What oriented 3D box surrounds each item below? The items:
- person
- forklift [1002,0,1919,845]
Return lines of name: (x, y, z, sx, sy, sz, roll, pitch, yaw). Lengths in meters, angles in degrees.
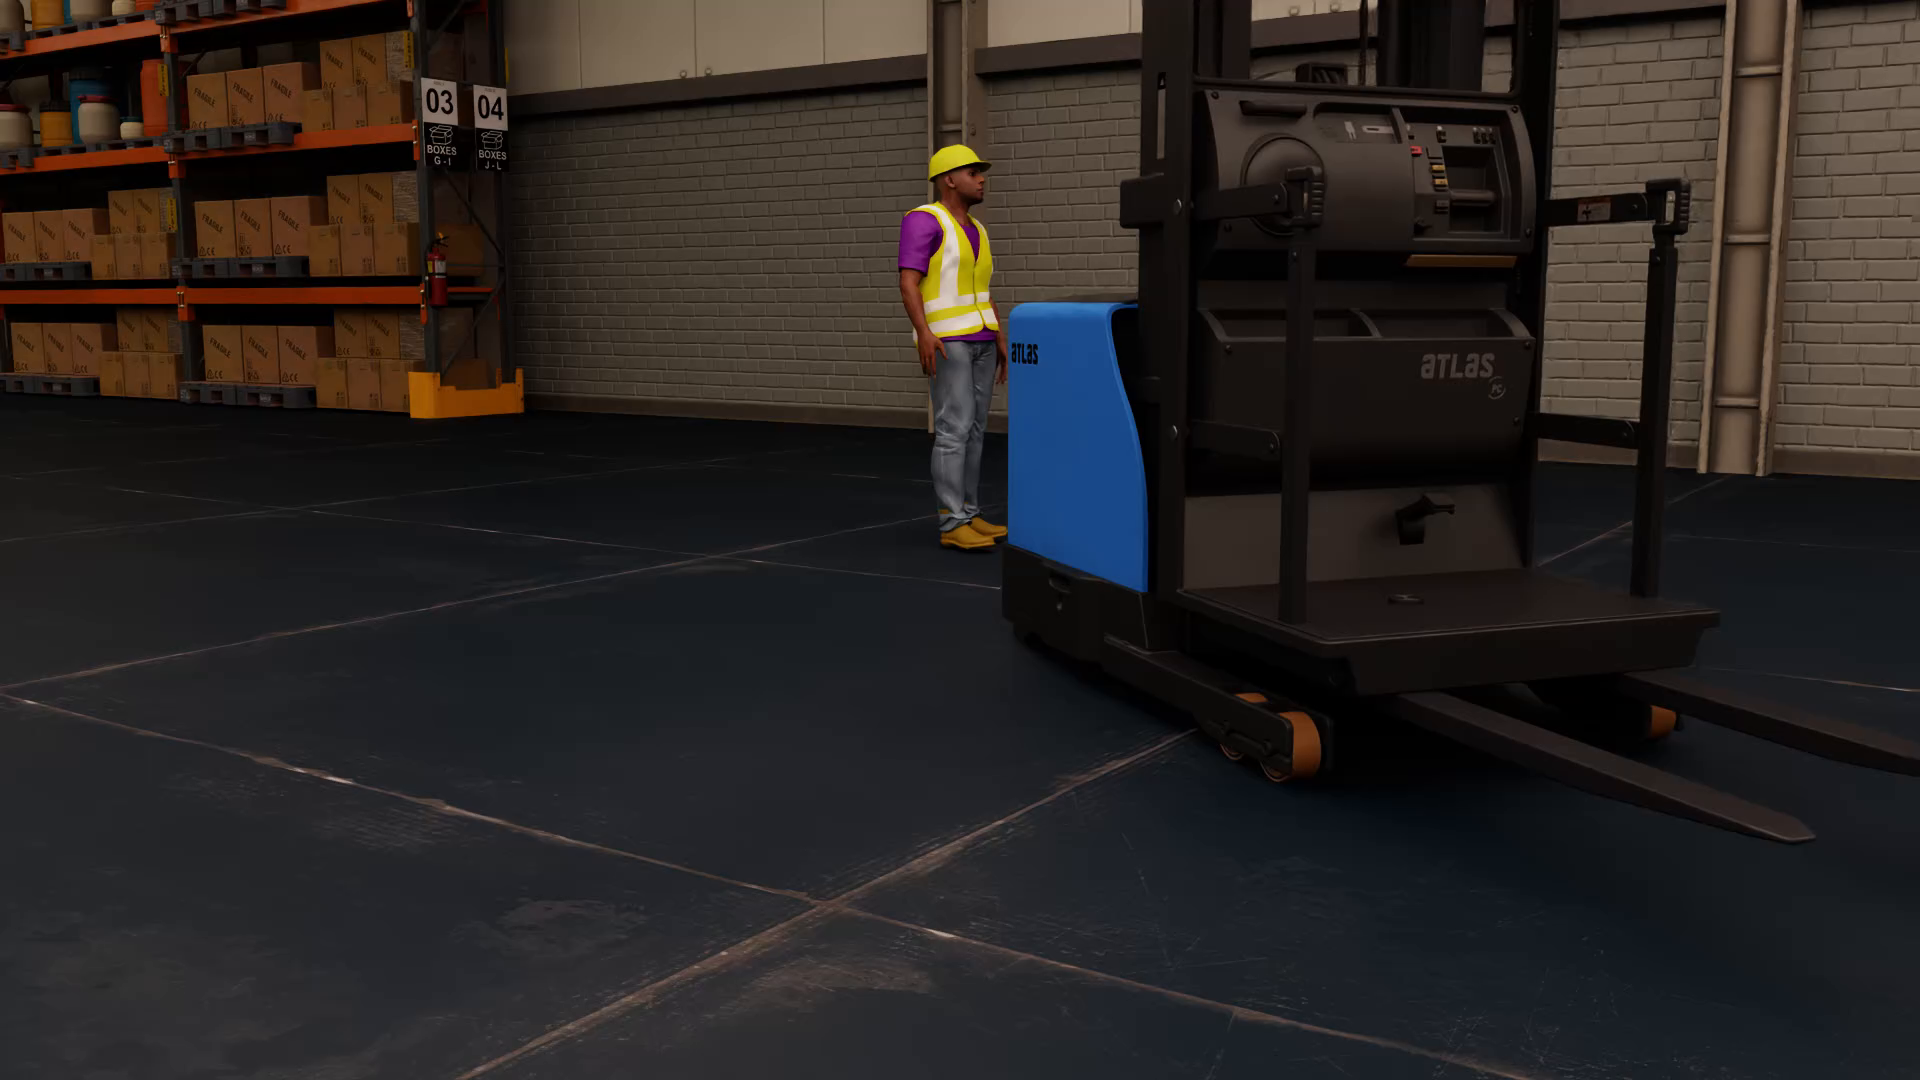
person: (0.054, -0.875, 7.435, 0.577, 1.765, 0.665, 5, 10, 34)
forklift: (1.117, -0.967, 3.994, 1.130, 2.935, 3.031, -3, 9, -20)
